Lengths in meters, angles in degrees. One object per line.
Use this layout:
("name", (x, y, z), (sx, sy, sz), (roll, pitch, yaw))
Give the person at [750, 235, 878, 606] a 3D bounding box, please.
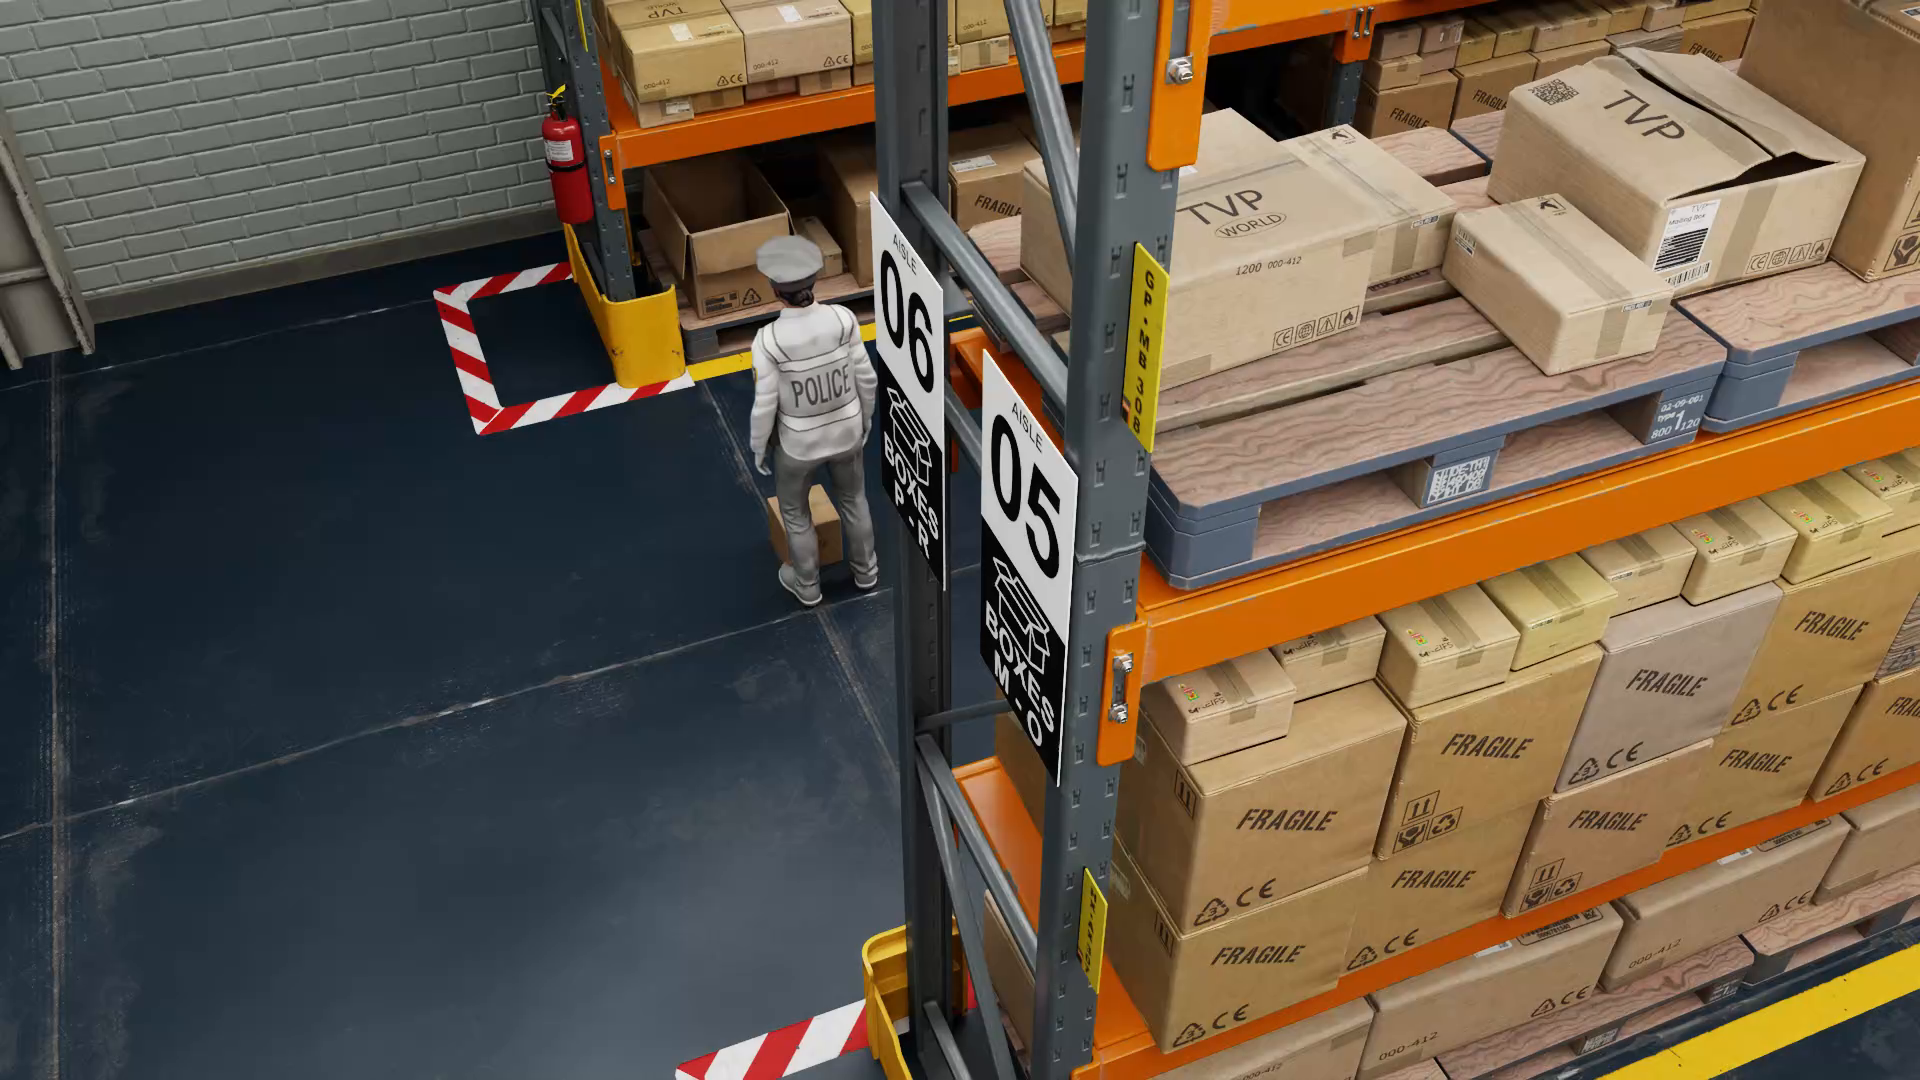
("person", (-0.580, -0.420, 6.625), (0.539, 1.661, 0.374), (-18, 45, -19))
